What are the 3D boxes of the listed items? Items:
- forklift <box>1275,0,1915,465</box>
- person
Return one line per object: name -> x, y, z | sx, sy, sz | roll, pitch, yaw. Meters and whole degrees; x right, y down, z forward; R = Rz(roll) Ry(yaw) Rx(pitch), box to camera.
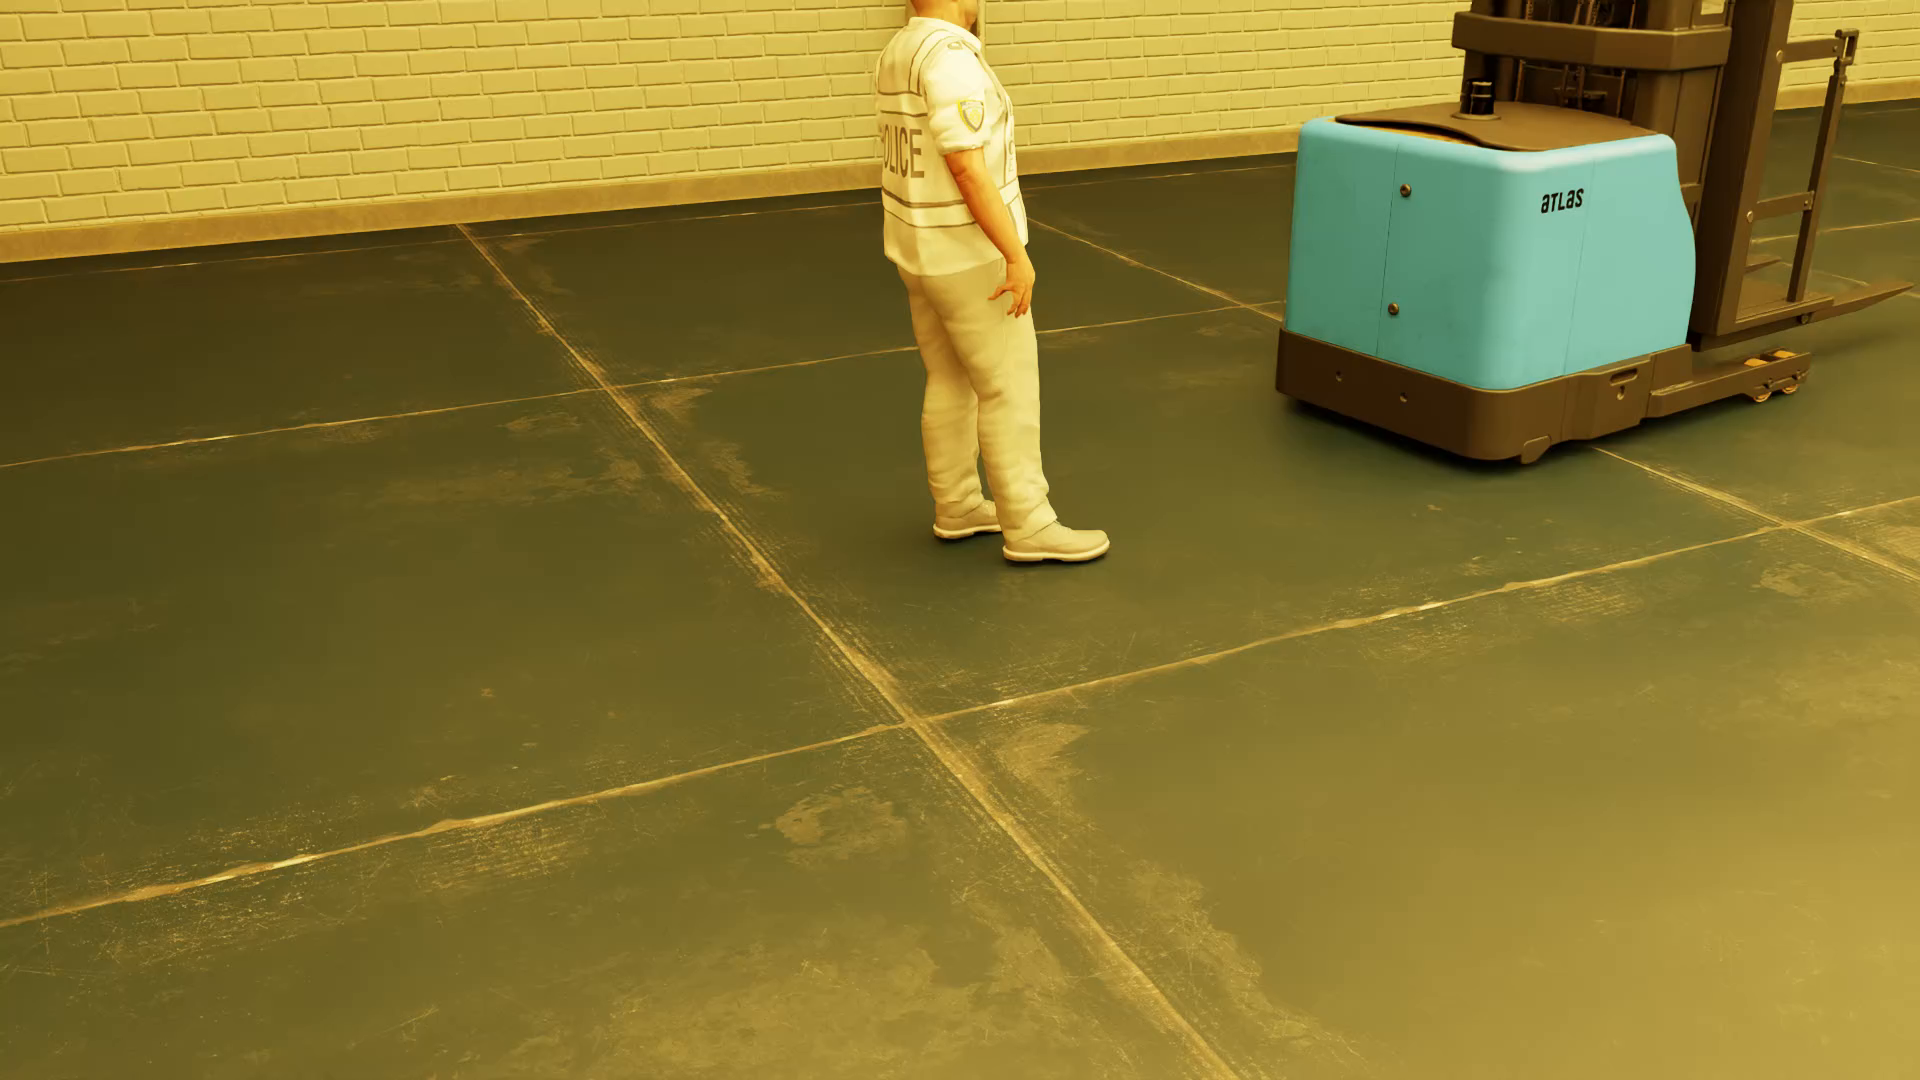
forklift -> 2.697, -2.032, 6.179 | 3.031, 2.935, 1.130 | -15, 27, -32
person -> 0.076, -0.839, 4.783 | 0.574, 1.781, 0.641 | -10, 25, -23
